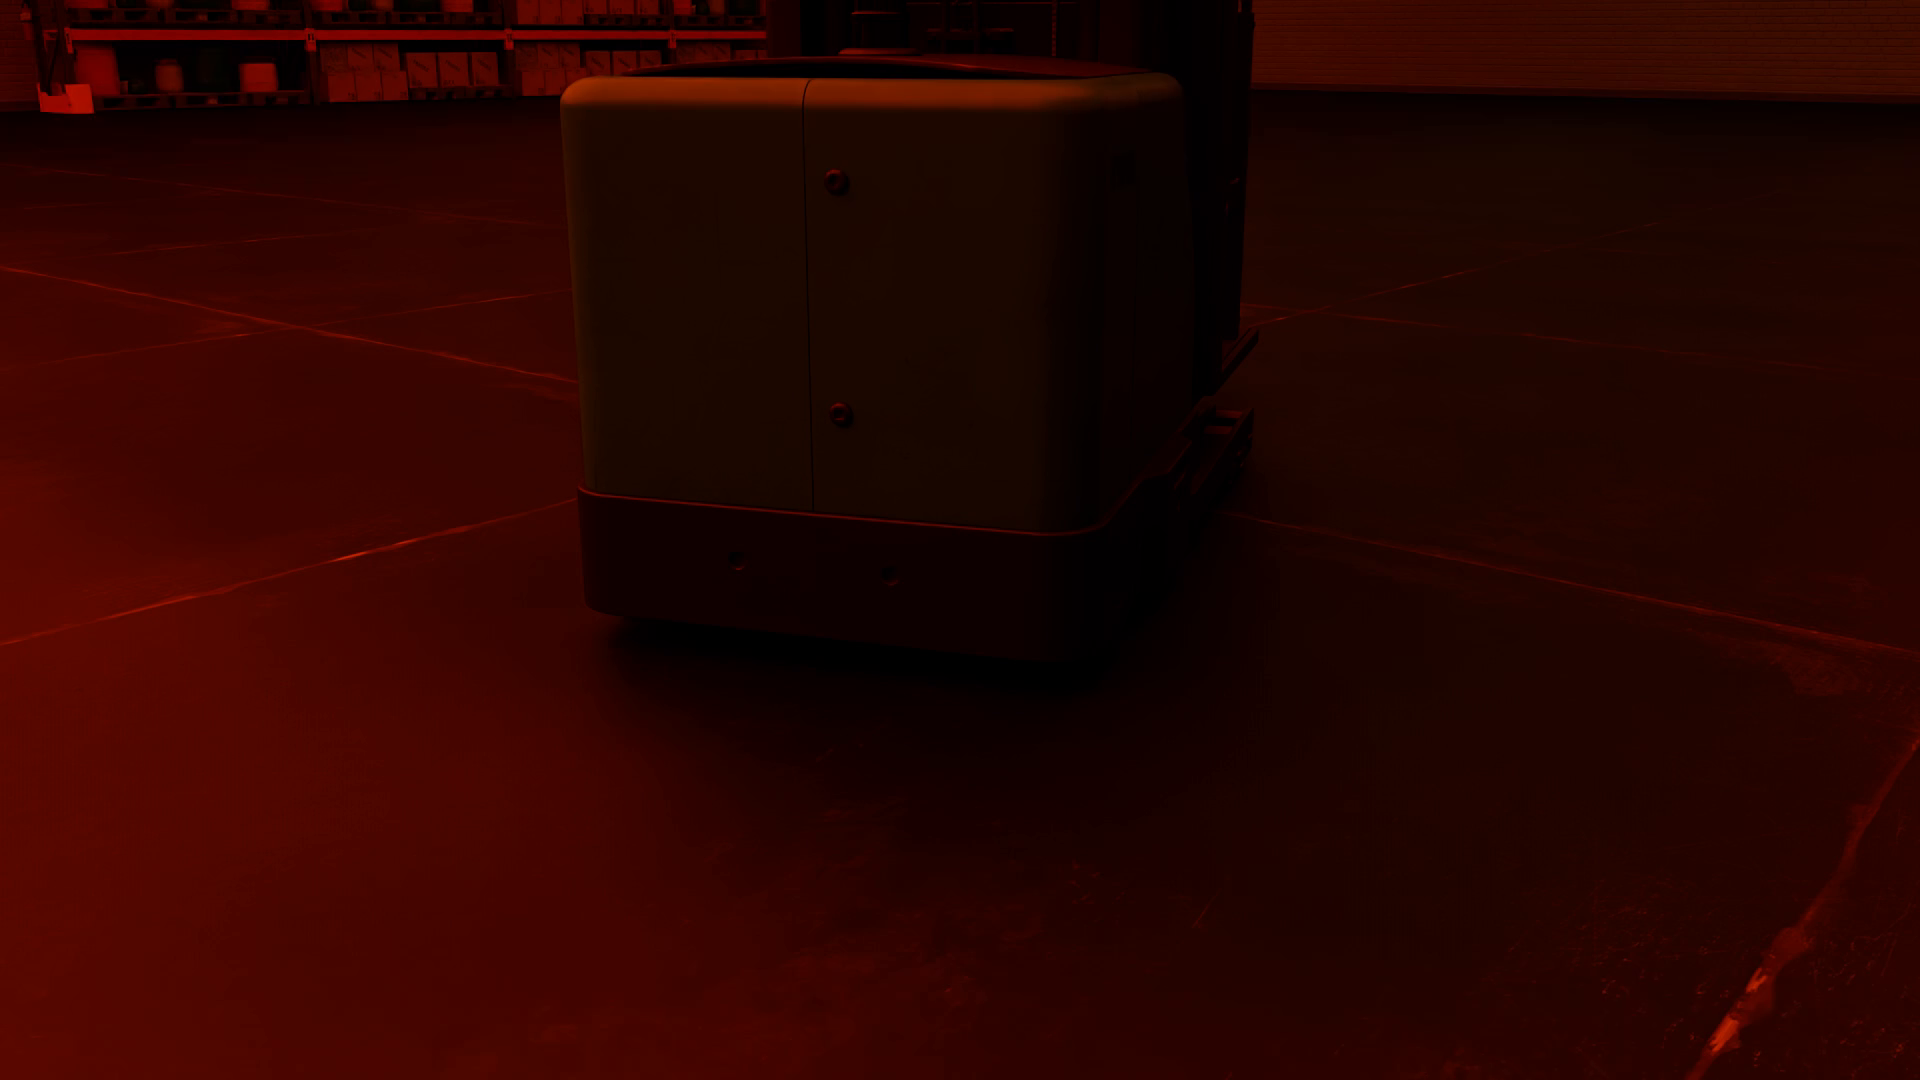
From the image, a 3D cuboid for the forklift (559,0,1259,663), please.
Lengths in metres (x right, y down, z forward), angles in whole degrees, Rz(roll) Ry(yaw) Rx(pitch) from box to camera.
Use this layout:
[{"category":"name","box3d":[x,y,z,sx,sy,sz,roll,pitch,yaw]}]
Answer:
[{"category":"forklift","box3d":[0.182,-1.571,4.072,1.130,2.935,3.031,5,18,17]}]
